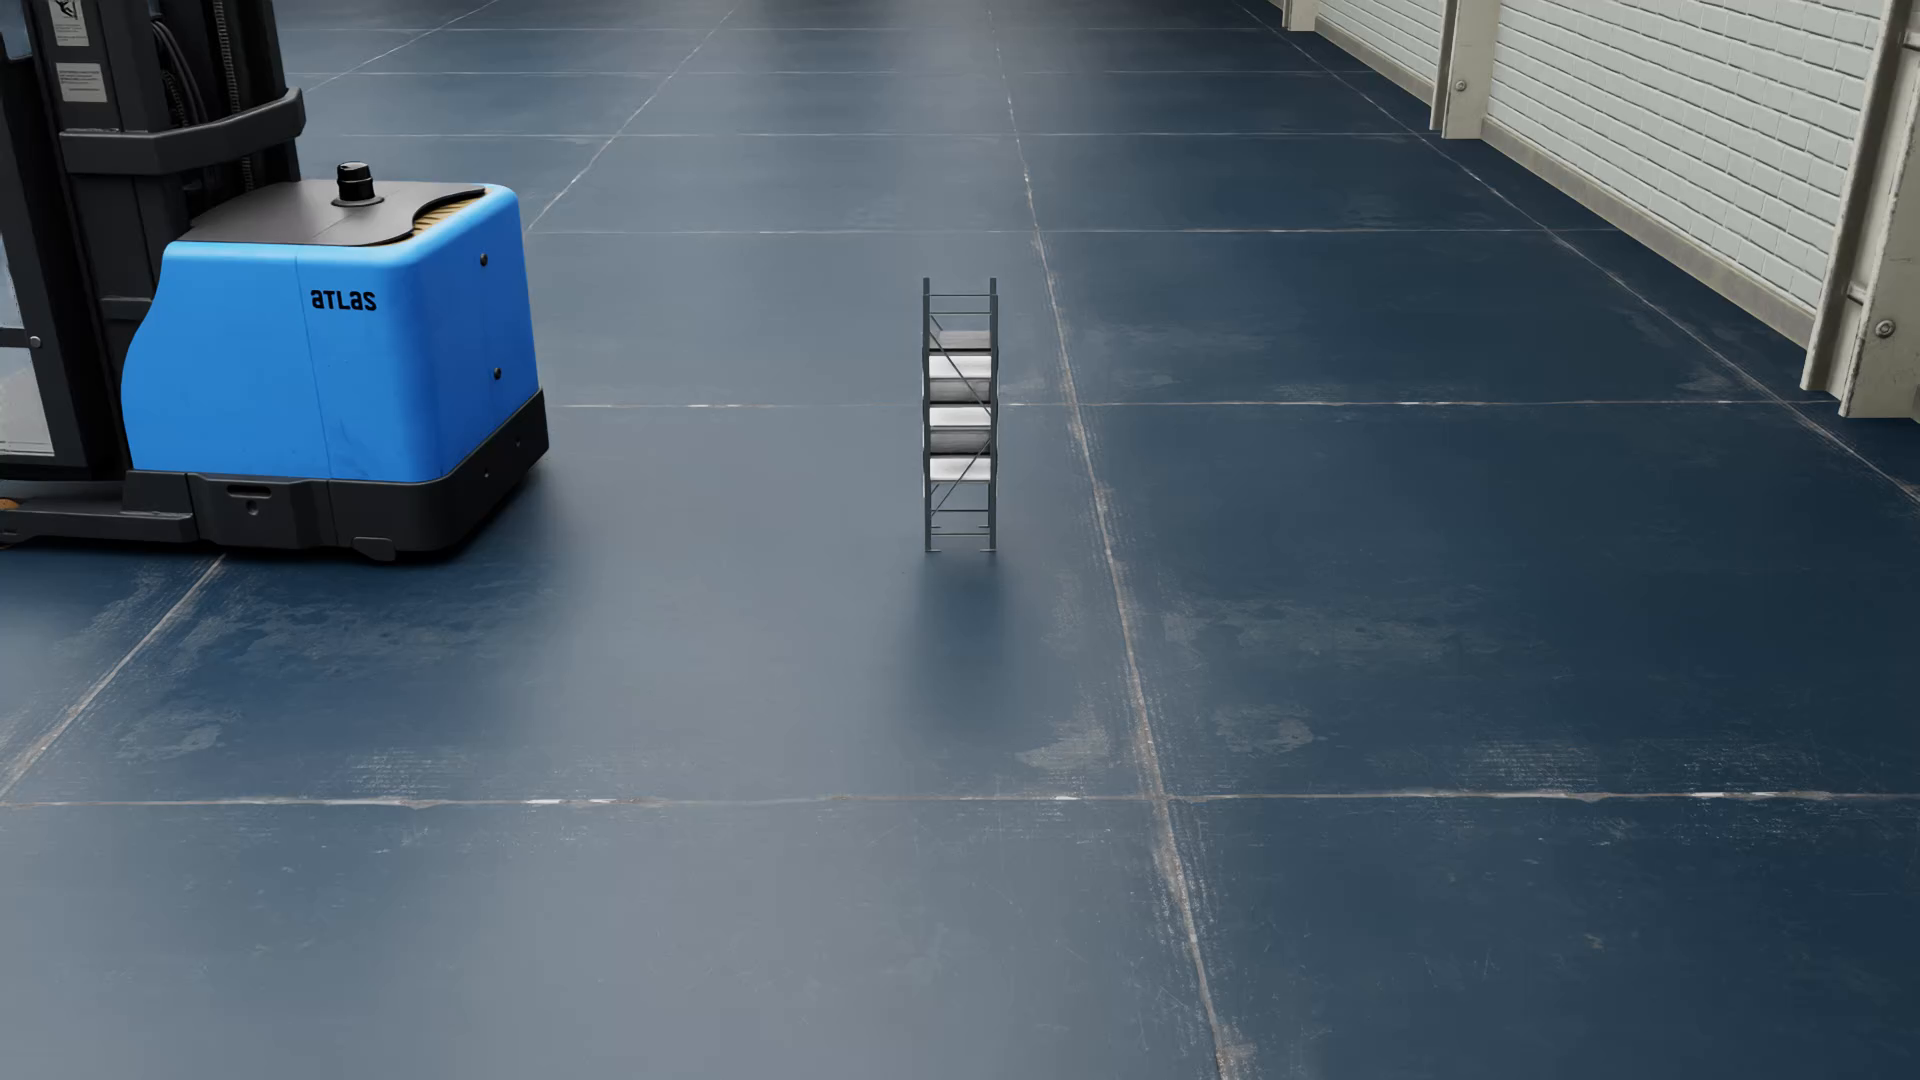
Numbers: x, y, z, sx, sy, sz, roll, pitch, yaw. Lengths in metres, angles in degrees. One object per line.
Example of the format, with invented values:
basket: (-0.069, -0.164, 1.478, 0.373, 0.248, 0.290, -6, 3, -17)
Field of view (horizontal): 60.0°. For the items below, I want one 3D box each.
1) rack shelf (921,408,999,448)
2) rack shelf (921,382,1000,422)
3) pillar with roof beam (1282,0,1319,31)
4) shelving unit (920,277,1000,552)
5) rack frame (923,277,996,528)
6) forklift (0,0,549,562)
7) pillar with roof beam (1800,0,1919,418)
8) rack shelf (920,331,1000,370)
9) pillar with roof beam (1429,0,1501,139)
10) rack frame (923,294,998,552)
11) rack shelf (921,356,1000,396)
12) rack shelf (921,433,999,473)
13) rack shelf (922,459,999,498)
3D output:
rack shelf: (0.000, -0.383, 5.586, 0.258, 0.077, 0.200, 0, 24, -1)
rack shelf: (0.000, -0.465, 5.549, 0.258, 0.077, 0.200, 0, 24, -1)
pillar with roof beam: (-0.632, -9.614, 16.086, 9.100, 9.000, 0.400, 0, 24, -1)
shelving unit: (0.000, -0.413, 5.572, 0.258, 0.900, 0.210, 0, 24, -1)
rack frame: (-0.001, -0.455, 5.665, 0.240, 0.900, 0.006, 0, 24, -1)
forklift: (-3.124, -1.518, 5.549, 3.031, 2.935, 1.130, 3, 25, 6)
pillar with roof beam: (-0.501, -4.669, 5.153, 9.100, 9.000, 0.400, 0, 24, -1)
rack shelf: (0.000, -0.629, 5.474, 0.258, 0.077, 0.200, 0, 24, -1)
pillar with roof beam: (-0.566, -7.141, 10.619, 9.100, 9.000, 0.400, 0, 24, -1)
rack frame: (0.001, -0.371, 5.479, 0.240, 0.900, 0.006, 0, 24, -1)
rack shelf: (0.000, -0.547, 5.512, 0.258, 0.077, 0.200, 0, 24, -1)
rack shelf: (0.000, -0.301, 5.623, 0.258, 0.077, 0.200, 0, 24, -1)
rack shelf: (0.000, -0.219, 5.660, 0.258, 0.077, 0.200, 0, 24, -1)
